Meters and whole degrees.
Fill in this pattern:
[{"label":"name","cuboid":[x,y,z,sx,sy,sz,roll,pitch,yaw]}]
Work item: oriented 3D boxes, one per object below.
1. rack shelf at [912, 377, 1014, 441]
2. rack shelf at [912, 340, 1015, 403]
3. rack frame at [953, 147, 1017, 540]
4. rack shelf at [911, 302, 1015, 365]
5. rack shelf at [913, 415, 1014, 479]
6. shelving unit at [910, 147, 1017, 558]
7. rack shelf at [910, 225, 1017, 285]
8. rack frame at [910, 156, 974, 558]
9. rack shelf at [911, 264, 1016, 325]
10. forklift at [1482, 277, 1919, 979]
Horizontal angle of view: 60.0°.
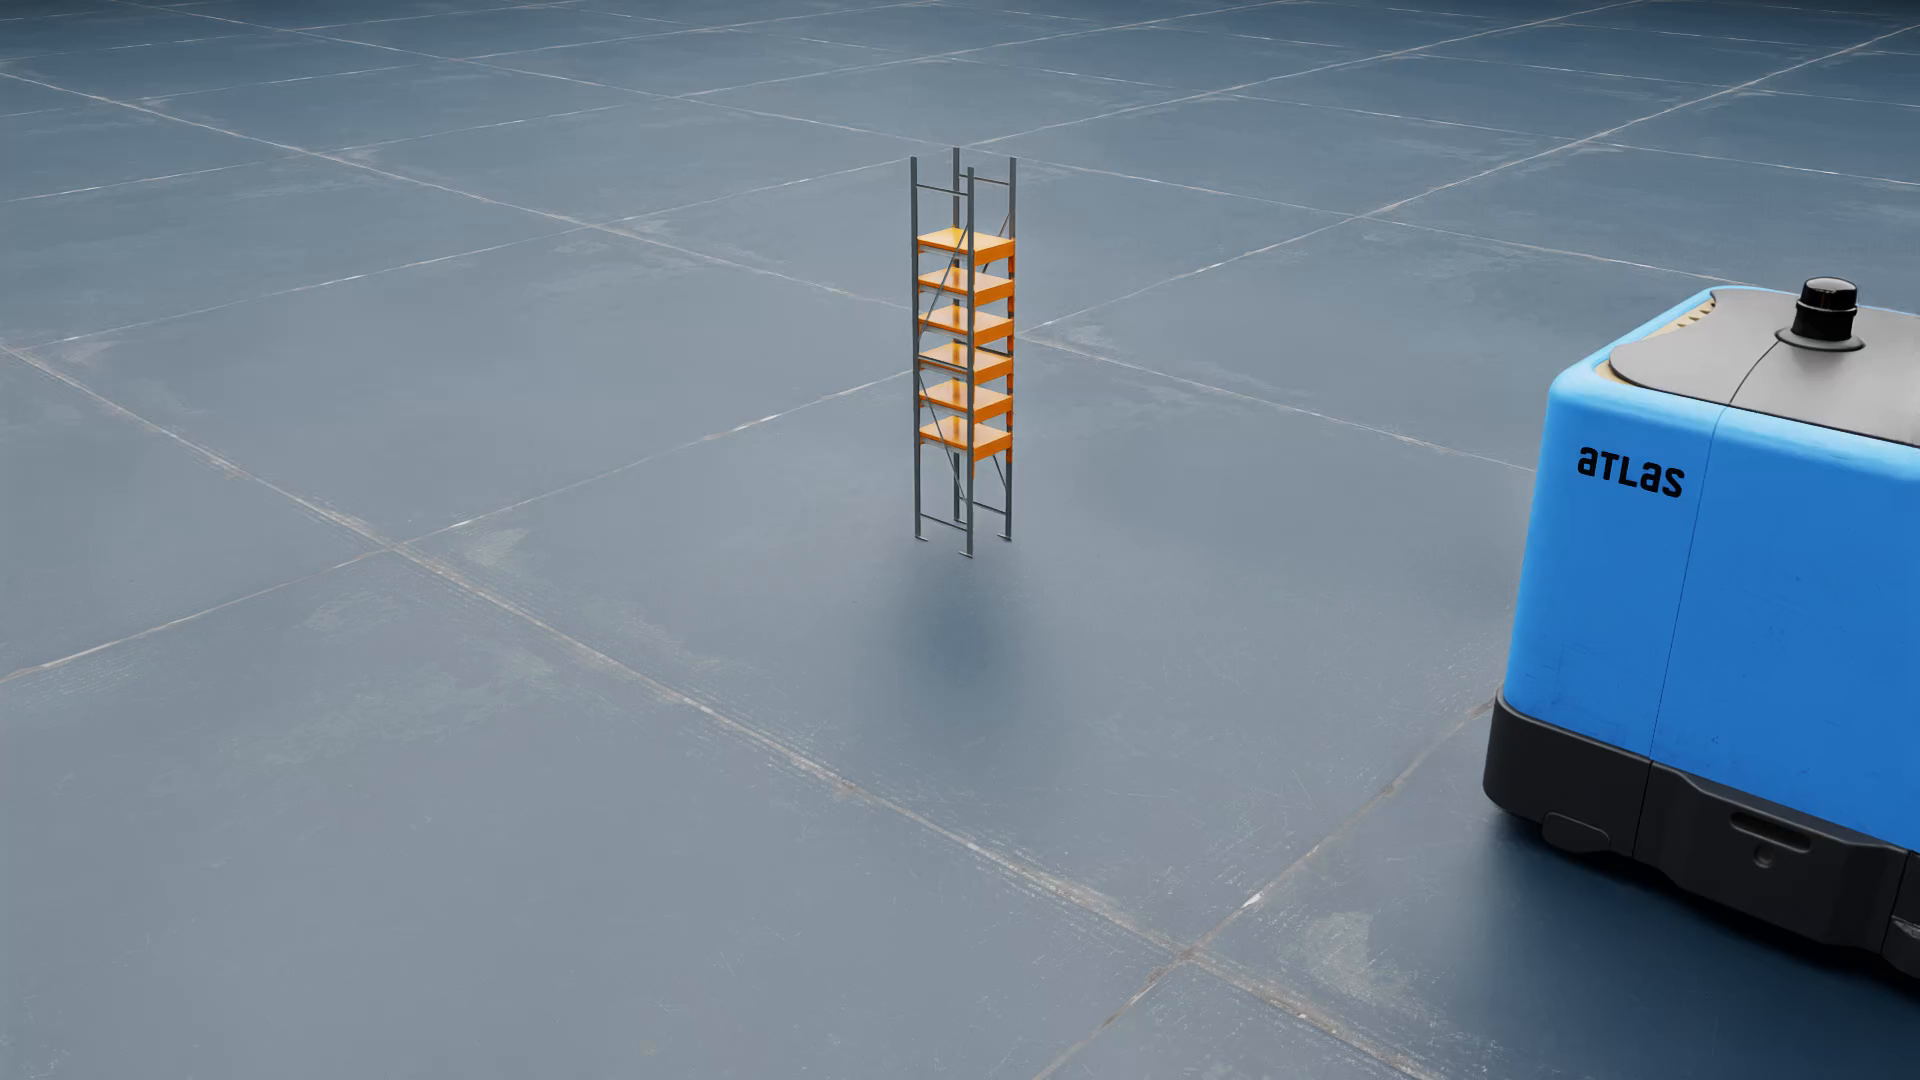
[{"label":"rack shelf","cuboid":[0.010,-0.402,5.082,0.258,0.103,0.180,20,31,38]},{"label":"rack shelf","cuboid":[0.010,-0.511,5.033,0.258,0.103,0.180,20,31,38]},{"label":"rack frame","cuboid":[0.071,-0.580,5.077,0.240,1.200,0.006,20,31,38]},{"label":"rack shelf","cuboid":[0.010,-0.621,4.983,0.258,0.103,0.180,20,31,38]},{"label":"rack shelf","cuboid":[0.010,-0.292,5.131,0.258,0.103,0.180,20,31,38]},{"label":"shelving unit","cuboid":[0.010,-0.552,5.014,0.258,1.200,0.189,20,31,38]},{"label":"rack shelf","cuboid":[0.010,-0.840,4.885,0.258,0.103,0.180,20,31,38]},{"label":"rack frame","cuboid":[-0.051,-0.524,4.952,0.240,1.200,0.006,20,31,38]},{"label":"rack shelf","cuboid":[0.010,-0.730,4.934,0.258,0.103,0.180,20,31,38]},{"label":"forklift","cuboid":[2.634,-0.444,2.658,3.031,2.935,1.130,20,31,37]}]
